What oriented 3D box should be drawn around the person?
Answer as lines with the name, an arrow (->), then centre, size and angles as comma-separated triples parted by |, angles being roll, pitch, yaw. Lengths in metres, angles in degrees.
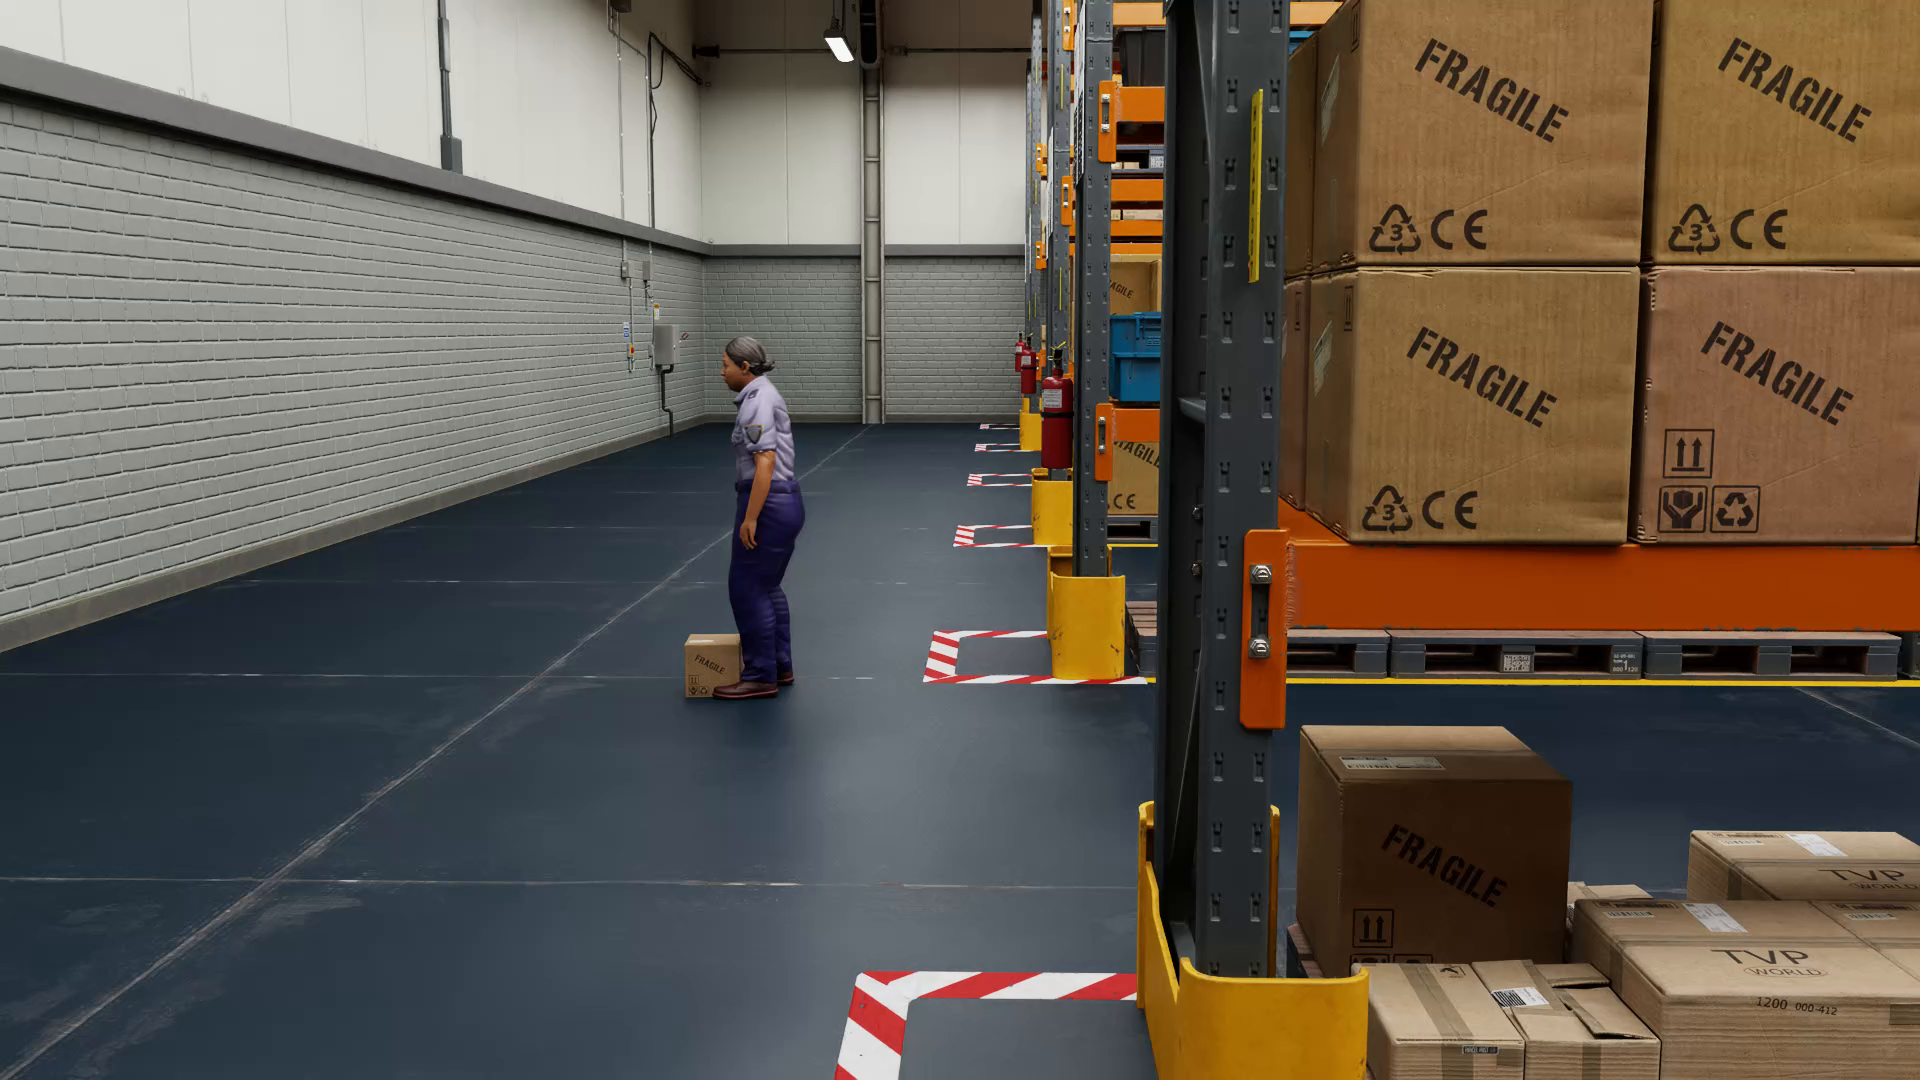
person -> -0.929, -0.110, 7.660 | 0.415, 1.651, 0.546 | 0, 7, 1
